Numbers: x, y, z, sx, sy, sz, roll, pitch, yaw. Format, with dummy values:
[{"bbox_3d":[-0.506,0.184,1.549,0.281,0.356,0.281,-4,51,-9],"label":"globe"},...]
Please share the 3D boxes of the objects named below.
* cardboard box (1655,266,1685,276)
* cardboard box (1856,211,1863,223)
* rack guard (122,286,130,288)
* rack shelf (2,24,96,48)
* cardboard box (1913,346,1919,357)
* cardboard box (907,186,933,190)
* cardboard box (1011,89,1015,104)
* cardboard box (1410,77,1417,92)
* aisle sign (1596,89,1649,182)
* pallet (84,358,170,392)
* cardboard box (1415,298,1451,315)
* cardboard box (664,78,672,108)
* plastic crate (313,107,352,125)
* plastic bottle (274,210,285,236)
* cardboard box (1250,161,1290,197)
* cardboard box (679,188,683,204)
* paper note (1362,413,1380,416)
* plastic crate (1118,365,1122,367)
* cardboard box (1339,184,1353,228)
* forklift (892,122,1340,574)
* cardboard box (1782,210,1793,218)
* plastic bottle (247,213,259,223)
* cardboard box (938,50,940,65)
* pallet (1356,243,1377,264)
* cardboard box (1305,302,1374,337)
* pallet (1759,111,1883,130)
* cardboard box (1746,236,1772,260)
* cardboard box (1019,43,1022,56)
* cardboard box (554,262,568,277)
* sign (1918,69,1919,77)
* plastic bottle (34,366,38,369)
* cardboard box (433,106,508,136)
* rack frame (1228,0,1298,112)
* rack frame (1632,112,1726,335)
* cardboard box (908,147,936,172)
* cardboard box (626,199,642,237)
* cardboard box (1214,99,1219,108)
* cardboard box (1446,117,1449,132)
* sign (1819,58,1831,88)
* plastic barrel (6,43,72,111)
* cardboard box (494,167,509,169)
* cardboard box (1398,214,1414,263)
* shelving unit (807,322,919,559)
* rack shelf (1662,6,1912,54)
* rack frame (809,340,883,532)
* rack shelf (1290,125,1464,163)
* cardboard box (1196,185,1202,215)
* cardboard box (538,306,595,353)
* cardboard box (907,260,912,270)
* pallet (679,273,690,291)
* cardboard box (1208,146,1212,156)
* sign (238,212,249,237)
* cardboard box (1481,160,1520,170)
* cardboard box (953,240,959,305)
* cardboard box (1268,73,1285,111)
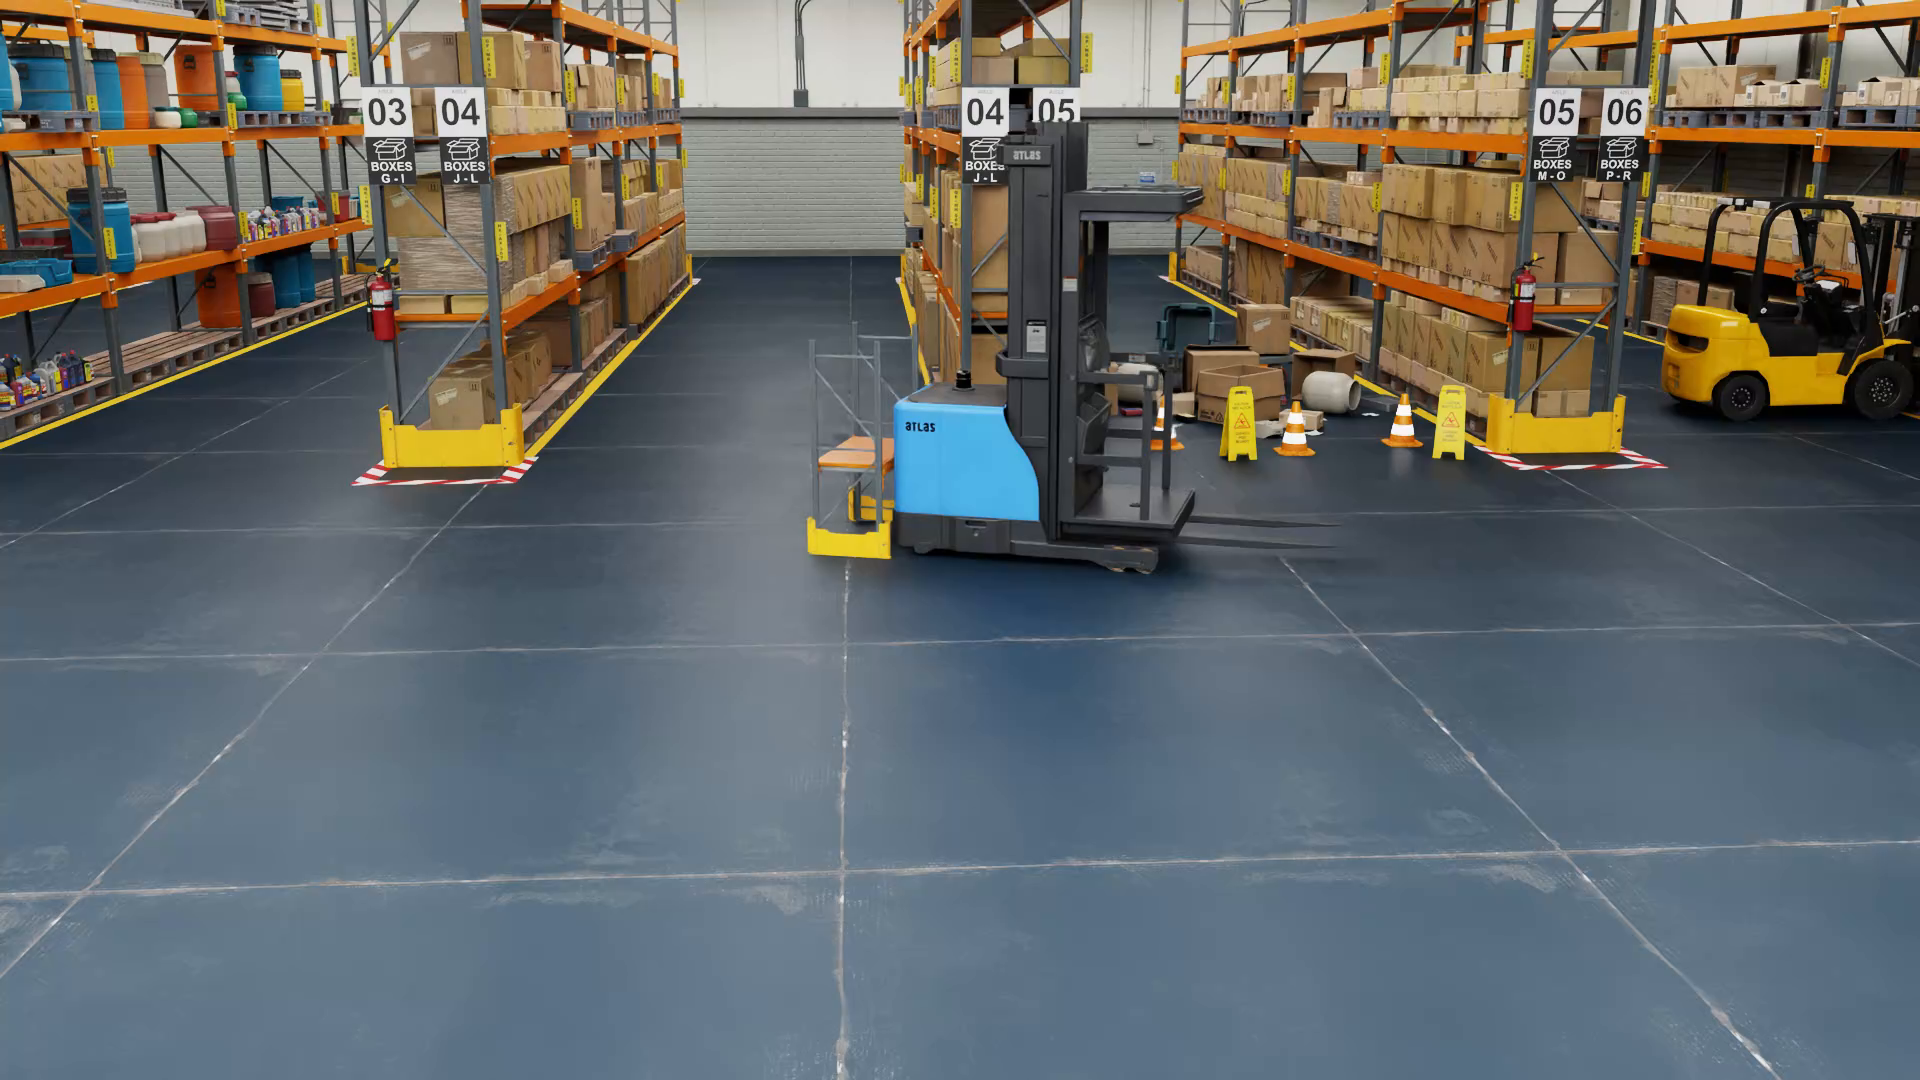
[{"bbox_3d":[10.191,-3.842,23.810,0.380,0.149,0.250,0,14,-2],"label":"cardboard box"},{"bbox_3d":[9.968,-3.490,18.067,0.380,0.149,0.250,-1,14,-4],"label":"cardboard box"},{"bbox_3d":[-15.322,-4.711,29.335,1.175,0.500,0.348,-1,14,-3],"label":"rack guard"},{"bbox_3d":[-15.203,-7.999,26.506,1.077,0.370,4.000,-1,14,-3],"label":"rack shelf"},{"bbox_3d":[9.982,-1.827,16.781,0.500,0.250,0.500,-1,14,-5],"label":"cardboard box"},{"bbox_3d":[-0.568,-5.026,24.007,0.380,0.149,0.250,0,14,-2],"label":"cardboard box"},{"bbox_3d":[0.698,-4.278,16.073,0.380,0.149,0.250,-1,14,-4],"label":"cardboard box"},{"bbox_3d":[4.942,-4.765,17.411,0.380,0.149,0.250,-1,14,-5],"label":"cardboard box"},{"bbox_3d":[5.757,-3.515,14.451,0.394,0.787,0.004,-1,14,-3],"label":"aisle sign"},{"bbox_3d":[-9.726,-1.876,18.895,1.003,0.211,1.213,-1,14,-3],"label":"pallet"},{"bbox_3d":[4.964,-2.433,17.331,0.380,0.149,0.250,0,14,0],"label":"cardboard box"},{"bbox_3d":[-5.353,-7.717,28.737,0.700,0.500,0.500,-2,15,-7],"label":"cardboard box"},{"bbox_3d":[-9.938,-6.724,26.383,0.497,0.269,0.590,-1,14,-3],"label":"plastic crate"},{"bbox_3d":[-9.683,-4.500,23.596,0.144,0.351,0.185,-1,14,-3],"label":"plastic bottle"},{"bbox_3d":[4.566,-5.291,24.362,0.500,0.500,0.500,-1,14,-4],"label":"cardboard box"},{"bbox_3d":[-5.144,-6.048,29.216,0.500,0.250,0.500,-1,14,-4],"label":"cardboard box"},{"bbox_3d":[4.192,-1.286,16.965,0.142,0.019,0.148,-6,16,-23],"label":"paper note"},{"bbox_3d":[1.580,-1.803,18.542,0.450,0.188,0.662,-4,11,28],"label":"plastic crate"},{"bbox_3d":[4.880,-4.020,19.992,0.500,0.500,0.500,0,14,-2],"label":"cardboard box"},{"bbox_3d":[1.103,-1.341,11.355,3.031,2.935,1.130,4,15,15],"label":"forklift"},{"bbox_3d":[9.873,-3.847,19.456,0.380,0.149,0.250,-1,14,-4],"label":"cardboard box"},{"bbox_3d":[-10.277,-4.613,24.183,0.152,0.276,0.135,-1,14,-3],"label":"plastic bottle"},{"bbox_3d":[-0.023,-4.907,16.918,0.380,0.149,0.250,-1,14,-4],"label":"cardboard box"},{"bbox_3d":[5.293,-3.361,19.454,1.003,0.211,1.213,-1,14,-3],"label":"pallet"},{"bbox_3d":[5.026,-2.863,21.565,0.950,0.372,0.625,-1,14,-5],"label":"cardboard box"},{"bbox_3d":[10.082,-4.918,19.486,0.805,0.209,1.217,-1,15,-6],"label":"pallet"},{"bbox_3d":[9.820,-3.513,19.960,0.500,0.250,0.500,-1,14,-4],"label":"cardboard box"},{"bbox_3d":[0.744,-4.475,15.239,0.380,0.149,0.250,-1,14,-4],"label":"cardboard box"},{"bbox_3d":[-4.383,-2.876,17.687,0.380,0.149,0.250,-1,14,-3],"label":"cardboard box"},{"bbox_3d":[10.703,-5.089,18.571,0.100,0.325,0.005,-1,14,-3],"label":"sign"},{"bbox_3d":[-9.380,-1.638,16.941,0.061,0.283,0.133,-1,14,-3],"label":"plastic bottle"},{"bbox_3d":[-4.219,-3.618,14.348,0.500,0.250,0.500,0,14,-2],"label":"cardboard box"},{"bbox_3d":[4.700,-8.156,25.668,1.000,3.000,0.127,-1,14,-3],"label":"rack frame"},{"bbox_3d":[9.902,-4.334,22.851,1.000,3.000,0.127,-1,14,-3],"label":"rack frame"},{"bbox_3d":[-0.571,-6.067,26.784,0.500,0.500,0.500,-1,14,-5],"label":"cardboard box"},{"bbox_3d":[-4.771,-4.532,23.422,0.500,0.500,0.500,-1,14,-4],"label":"cardboard box"},{"bbox_3d":[4.325,-7.054,26.862,0.380,0.149,0.250,-1,14,-2],"label":"cardboard box"},{"bbox_3d":[5.065,-4.127,16.531,0.380,0.149,0.250,-1,14,-3],"label":"cardboard box"},{"bbox_3d":[9.608,-5.184,18.465,0.100,0.325,0.005,-1,14,-3],"label":"sign"},{"bbox_3d":[-9.887,-4.851,17.833,0.600,0.901,0.708,-1,14,-3],"label":"plastic barrel"},{"bbox_3d":[-4.889,-3.545,16.981,0.500,0.500,0.500,-1,14,-3],"label":"cardboard box"},{"bbox_3d":[4.999,-3.216,17.707,0.500,0.500,0.500,-1,14,-4],"label":"cardboard box"},{"bbox_3d":[-0.663,-0.743,11.904,0.587,1.500,1.083,3,15,13],"label":"shelving unit"},{"bbox_3d":[10.026,-6.200,20.309,1.077,0.370,4.000,-1,14,-3],"label":"rack shelf"},{"bbox_3d":[-0.779,-0.617,11.416,0.500,1.500,0.032,3,15,13],"label":"rack frame"},{"bbox_3d":[5.072,-4.863,20.332,1.077,0.370,4.000,-1,14,-3],"label":"rack shelf"},{"bbox_3d":[4.316,-5.794,28.325,0.500,0.500,0.500,0,14,-2],"label":"cardboard box"},{"bbox_3d":[-4.758,-2.522,19.942,0.700,0.500,0.500,-2,15,-8],"label":"cardboard box"},{"bbox_3d":[-0.734,-4.783,28.877,0.380,0.149,0.250,0,14,-2],"label":"cardboard box"},{"bbox_3d":[-5.311,-4.545,29.267,1.003,0.211,1.213,-1,14,-3],"label":"pallet"},{"bbox_3d":[4.347,-6.488,27.716,0.380,0.149,0.250,-1,14,-5],"label":"cardboard box"},{"bbox_3d":[-9.338,-4.116,21.677,0.100,0.325,0.005,-1,14,-3],"label":"sign"},{"bbox_3d":[9.258,-6.268,28.567,0.500,0.500,0.500,-1,14,-2],"label":"cardboard box"},{"bbox_3d":[0.385,-2.466,15.289,0.875,0.550,0.550,-1,14,-3],"label":"cardboard box"},{"bbox_3d":[4.697,-6.204,23.056,0.700,0.500,0.500,-2,15,-6],"label":"cardboard box"}]
